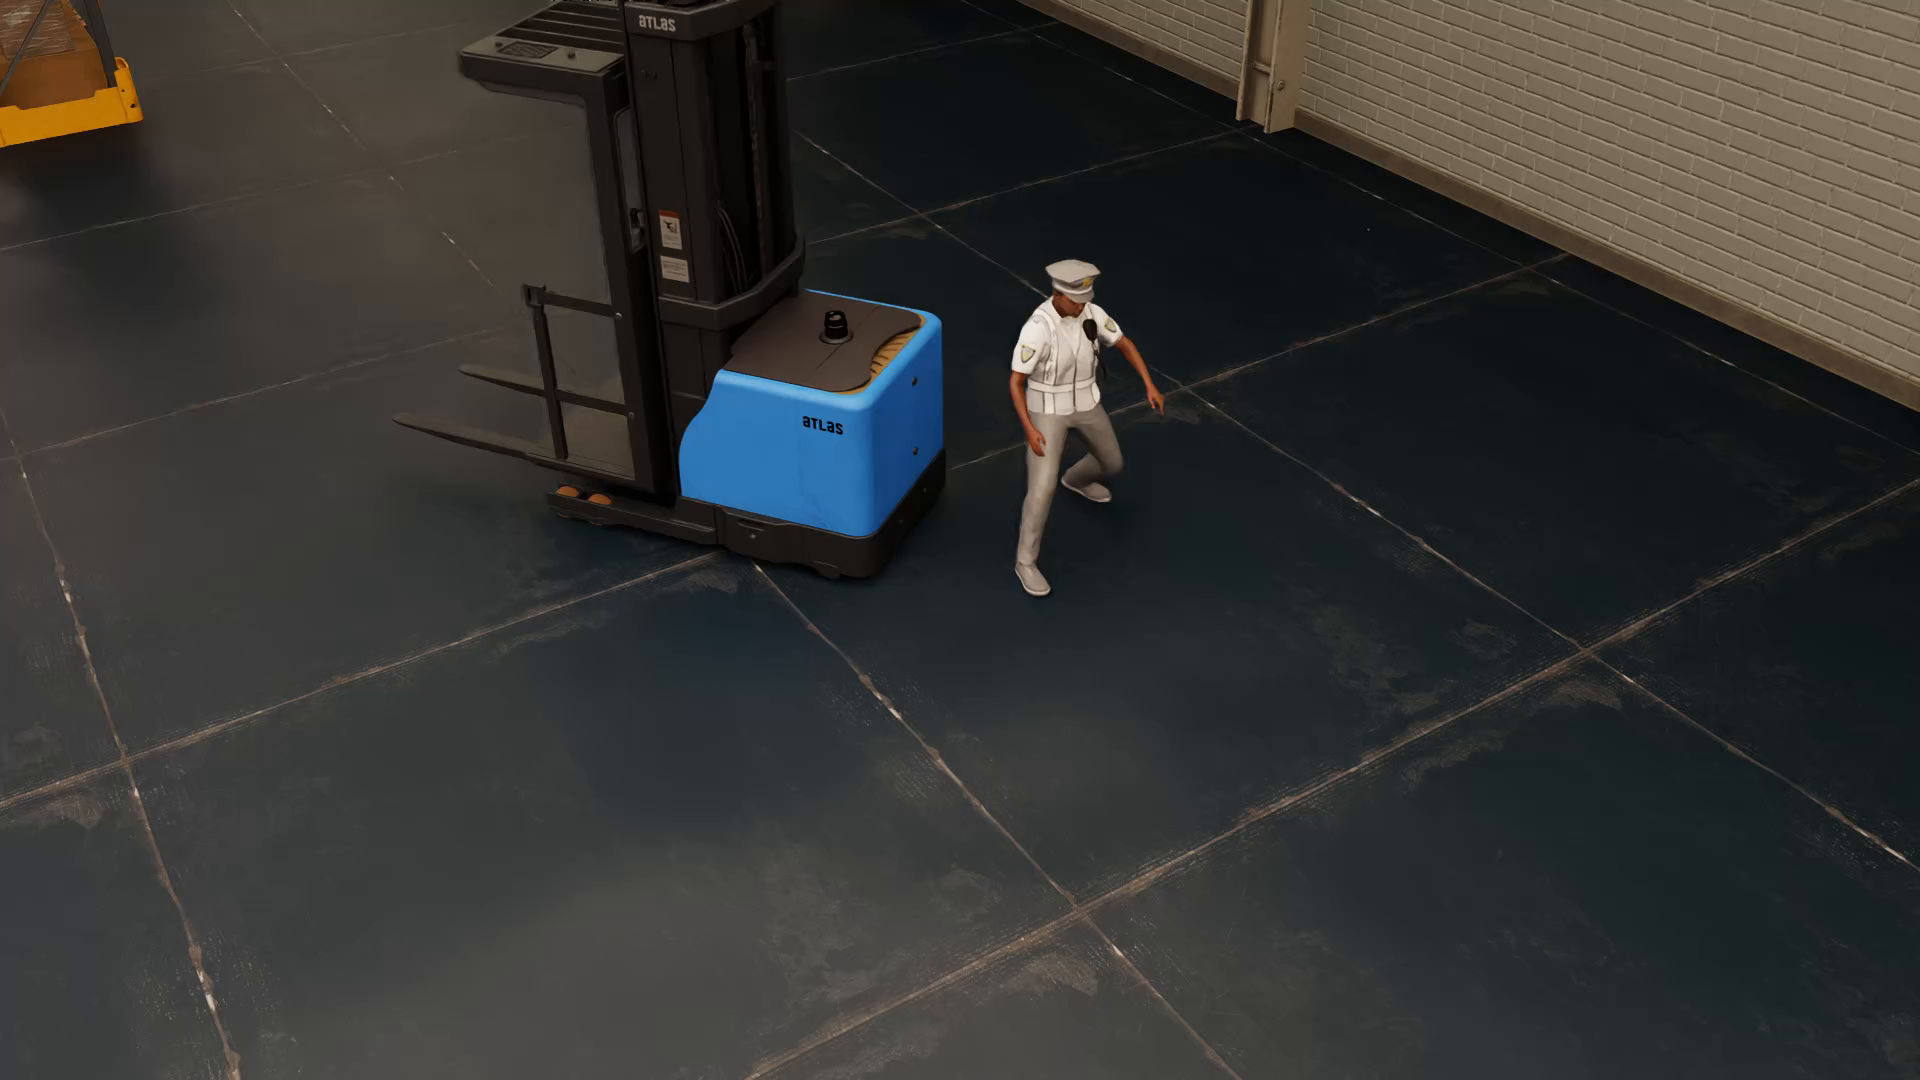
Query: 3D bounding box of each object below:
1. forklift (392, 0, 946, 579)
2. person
[{"bbox_3d":[-1.644,-1.541,8.341,3.031,2.935,1.130,13,37,18],"label":"forklift"},{"bbox_3d":[0.568,-0.631,8.299,0.881,1.525,0.869,-16,38,-22],"label":"person"}]
